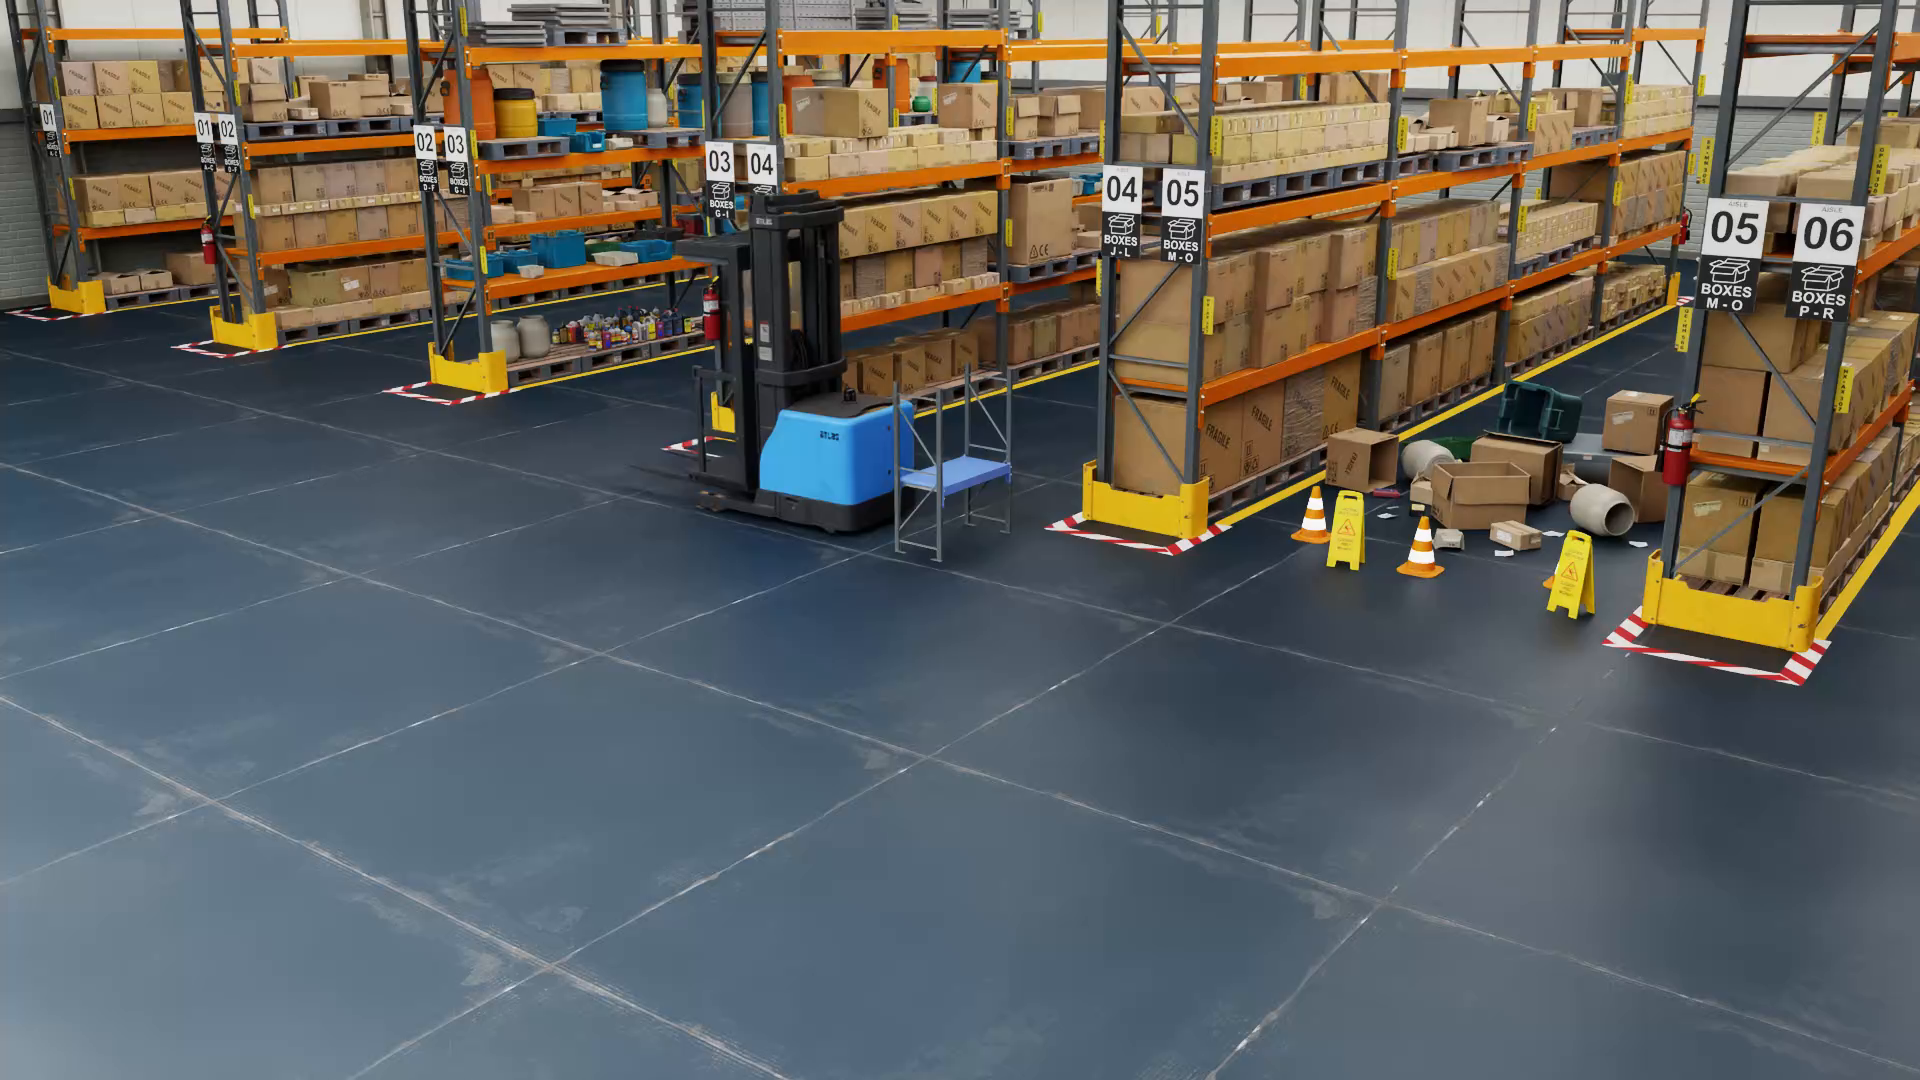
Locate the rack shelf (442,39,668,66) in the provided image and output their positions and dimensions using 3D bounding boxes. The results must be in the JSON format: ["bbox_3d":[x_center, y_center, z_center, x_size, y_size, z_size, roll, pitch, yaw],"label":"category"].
[{"bbox_3d":[-6.608,-7.994,27.198,1.077,0.370,4.000,12,21,35],"label":"rack shelf"}]

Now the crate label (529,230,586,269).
[{"bbox_3d":[-5.328,-3.861,22.059,0.502,0.435,0.616,12,21,35],"label":"crate label"}]

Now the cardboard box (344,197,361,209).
[{"bbox_3d":[-9.011,-4.954,24.377,0.380,0.149,0.250,12,21,34],"label":"cardboard box"}]

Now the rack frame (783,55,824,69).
[{"bbox_3d":[-3.033,-9.957,31.634,1.000,3.000,0.127,12,21,35],"label":"rack frame"}]

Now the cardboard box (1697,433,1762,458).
[{"bbox_3d":[5.780,-0.738,12.487,0.380,0.149,0.250,13,22,37],"label":"cardboard box"}]

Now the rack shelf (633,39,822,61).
[{"bbox_3d":[-4.225,-8.946,30.266,1.077,0.370,4.000,12,21,35],"label":"rack shelf"}]

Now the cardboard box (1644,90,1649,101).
[{"bbox_3d":[9.833,-6.505,24.311,0.380,0.149,0.250,12,21,33],"label":"cardboard box"}]

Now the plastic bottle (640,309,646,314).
[{"bbox_3d":[-4.537,-3.140,23.647,0.152,0.276,0.135,13,22,37],"label":"plastic bottle"}]

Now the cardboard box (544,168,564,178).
[{"bbox_3d":[-8.286,-7.525,33.213,0.500,0.500,0.500,12,21,34],"label":"cardboard box"}]

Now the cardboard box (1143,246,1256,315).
[{"bbox_3d":[2.199,-2.398,15.335,0.875,0.550,0.550,12,21,35],"label":"cardboard box"}]

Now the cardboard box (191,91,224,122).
[{"bbox_3d":[-12.494,-7.130,27.386,0.500,0.500,0.500,11,21,33],"label":"cardboard box"}]

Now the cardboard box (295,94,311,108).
[{"bbox_3d":[-9.378,-6.345,24.265,0.500,0.311,0.500,16,23,41],"label":"cardboard box"}]

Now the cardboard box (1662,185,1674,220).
[{"bbox_3d":[10.855,-5.308,26.110,0.500,0.500,0.500,12,21,34],"label":"cardboard box"}]

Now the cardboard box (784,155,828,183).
[{"bbox_3d":[-1.735,-3.913,17.480,0.500,0.250,0.500,13,22,36],"label":"cardboard box"}]

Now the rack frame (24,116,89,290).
[{"bbox_3d":[-14.164,-5.108,26.136,1.000,3.000,0.127,12,21,35],"label":"rack frame"}]

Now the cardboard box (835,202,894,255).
[{"bbox_3d":[-1.083,-3.470,18.504,0.500,0.500,0.500,12,21,35],"label":"cardboard box"}]

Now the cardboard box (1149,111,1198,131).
[{"bbox_3d":[1.924,-3.784,15.016,0.380,0.149,0.250,13,21,36],"label":"cardboard box"}]

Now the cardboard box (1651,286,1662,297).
[{"bbox_3d":[11.009,-3.991,26.635,0.380,0.149,0.250,13,22,36],"label":"cardboard box"}]

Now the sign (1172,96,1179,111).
[{"bbox_3d":[2.972,-5.971,22.984,0.100,0.325,0.005,12,21,35],"label":"sign"}]

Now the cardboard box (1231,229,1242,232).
[{"bbox_3d":[3.953,-4.868,25.193,0.500,0.500,0.500,13,21,35],"label":"cardboard box"}]

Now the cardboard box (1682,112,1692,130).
[{"bbox_3d":[11.168,-6.599,26.130,0.500,0.250,0.500,12,21,34],"label":"cardboard box"}]

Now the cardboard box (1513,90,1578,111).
[{"bbox_3d":[7.818,-5.778,22.352,0.797,0.503,0.637,12,21,34],"label":"cardboard box"}]

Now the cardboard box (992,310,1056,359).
[{"bbox_3d":[0.836,-2.704,21.868,0.700,0.500,0.500,12,21,34],"label":"cardboard box"}]

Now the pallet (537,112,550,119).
[{"bbox_3d":[-7.285,-6.740,26.656,0.805,0.209,1.217,11,21,33],"label":"pallet"}]

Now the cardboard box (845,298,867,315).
[{"bbox_3d":[-1.256,-2.623,18.556,0.380,0.149,0.250,12,21,35],"label":"cardboard box"}]

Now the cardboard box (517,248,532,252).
[{"bbox_3d":[-7.185,-4.733,27.908,0.500,0.311,0.500,12,21,35],"label":"cardboard box"}]

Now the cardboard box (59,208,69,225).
[{"bbox_3d":[-14.041,-5.192,26.624,0.500,0.250,0.500,13,21,35],"label":"cardboard box"}]

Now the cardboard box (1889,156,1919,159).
[{"bbox_3d":[7.491,-3.013,13.408,0.380,0.149,0.250,12,21,34],"label":"cardboard box"}]

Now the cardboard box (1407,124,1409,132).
[{"bbox_3d":[4.636,-4.477,18.421,0.500,0.250,0.500,12,21,34],"label":"cardboard box"}]

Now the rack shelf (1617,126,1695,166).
[{"bbox_3d":[10.035,-6.006,25.180,1.077,0.370,4.000,12,21,35],"label":"rack shelf"}]

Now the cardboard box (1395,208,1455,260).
[{"bbox_3d":[5.276,-3.543,19.239,0.700,0.500,0.500,12,21,34],"label":"cardboard box"}]

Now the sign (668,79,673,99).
[{"bbox_3d":[-4.976,-7.757,28.601,0.100,0.325,0.005,12,21,35],"label":"sign"}]

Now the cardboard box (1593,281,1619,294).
[{"bbox_3d":[9.675,-3.799,25.015,0.380,0.149,0.250,12,21,33],"label":"cardboard box"}]

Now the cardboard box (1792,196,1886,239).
[{"bbox_3d":[6.243,-2.307,11.809,0.500,0.250,0.500,12,21,34],"label":"cardboard box"}]

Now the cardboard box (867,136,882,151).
[{"bbox_3d":[-1.078,-4.362,18.256,0.380,0.149,0.250,11,21,32],"label":"cardboard box"}]

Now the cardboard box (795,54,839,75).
[{"bbox_3d":[-2.774,-9.172,32.311,0.700,0.500,0.500,12,21,35],"label":"cardboard box"}]

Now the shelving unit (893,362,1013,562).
[{"bbox_3d":[-0.051,-0.696,14.456,0.538,1.500,1.048,12,21,35],"label":"shelving unit"}]

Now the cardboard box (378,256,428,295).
[{"bbox_3d":[-8.503,-4.046,25.380,0.500,0.500,0.500,12,21,35],"label":"cardboard box"}]

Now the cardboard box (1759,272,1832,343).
[{"bbox_3d":[6.796,-1.912,13.487,0.700,0.500,0.500,12,21,34],"label":"cardboard box"}]

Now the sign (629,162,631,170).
[{"bbox_3d":[-5.858,-6.748,29.598,0.100,0.325,0.005,12,21,35],"label":"sign"}]

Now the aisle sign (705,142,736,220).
[{"bbox_3d":[-2.507,-3.762,17.418,0.394,0.787,0.004,12,21,35],"label":"aisle sign"}]

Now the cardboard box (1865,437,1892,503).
[{"bbox_3d":[7.674,-0.620,14.346,0.500,0.500,0.500,13,21,36],"label":"cardboard box"}]

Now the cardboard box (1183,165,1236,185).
[{"bbox_3d":[2.155,-3.168,14.376,0.380,0.149,0.250,13,21,35],"label":"cardboard box"}]

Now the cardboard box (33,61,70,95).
[{"bbox_3d":[-14.117,-7.225,26.005,0.500,0.500,0.500,14,22,37],"label":"cardboard box"}]

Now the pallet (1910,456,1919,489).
[{"bbox_3d":[9.302,-0.830,17.060,1.003,0.211,1.213,12,21,35],"label":"pallet"}]

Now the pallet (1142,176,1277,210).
[{"bbox_3d":[2.127,-3.151,14.924,1.003,0.211,1.213,12,21,35],"label":"pallet"}]

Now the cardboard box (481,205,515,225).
[{"bbox_3d":[-7.542,-5.240,26.813,0.500,0.250,0.500,14,22,38],"label":"cardboard box"}]

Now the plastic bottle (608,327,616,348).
[{"bbox_3d":[-4.673,-2.723,22.314,0.097,0.271,0.097,0,17,0],"label":"plastic bottle"}]

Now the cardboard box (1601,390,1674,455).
[{"bbox_3d":[6.665,-1.159,16.357,0.500,0.500,0.500,12,21,35],"label":"cardboard box"}]

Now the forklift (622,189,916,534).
[{"bbox_3d":[-1.914,-1.776,15.521,3.031,2.935,1.130,12,21,33],"label":"forklift"}]

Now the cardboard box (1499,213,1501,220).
[{"bbox_3d":[6.996,-4.292,22.221,0.380,0.149,0.250,12,21,35],"label":"cardboard box"}]

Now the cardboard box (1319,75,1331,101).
[{"bbox_3d":[5.663,-7.394,27.392,0.700,0.500,0.500,14,22,37],"label":"cardboard box"}]

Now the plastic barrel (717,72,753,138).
[{"bbox_3d":[-3.306,-6.298,24.063,0.600,0.901,0.600,0,17,0],"label":"plastic barrel"}]

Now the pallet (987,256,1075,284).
[{"bbox_3d":[0.726,-3.500,21.280,1.003,0.211,1.213,12,21,35],"label":"pallet"}]

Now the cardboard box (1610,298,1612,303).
[{"bbox_3d":[9.512,-3.592,24.849,0.380,0.149,0.250,12,21,34],"label":"cardboard box"}]

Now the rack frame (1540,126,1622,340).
[{"bbox_3d":[8.844,-4.440,23.984,1.000,3.000,0.127,12,21,35],"label":"rack frame"}]
